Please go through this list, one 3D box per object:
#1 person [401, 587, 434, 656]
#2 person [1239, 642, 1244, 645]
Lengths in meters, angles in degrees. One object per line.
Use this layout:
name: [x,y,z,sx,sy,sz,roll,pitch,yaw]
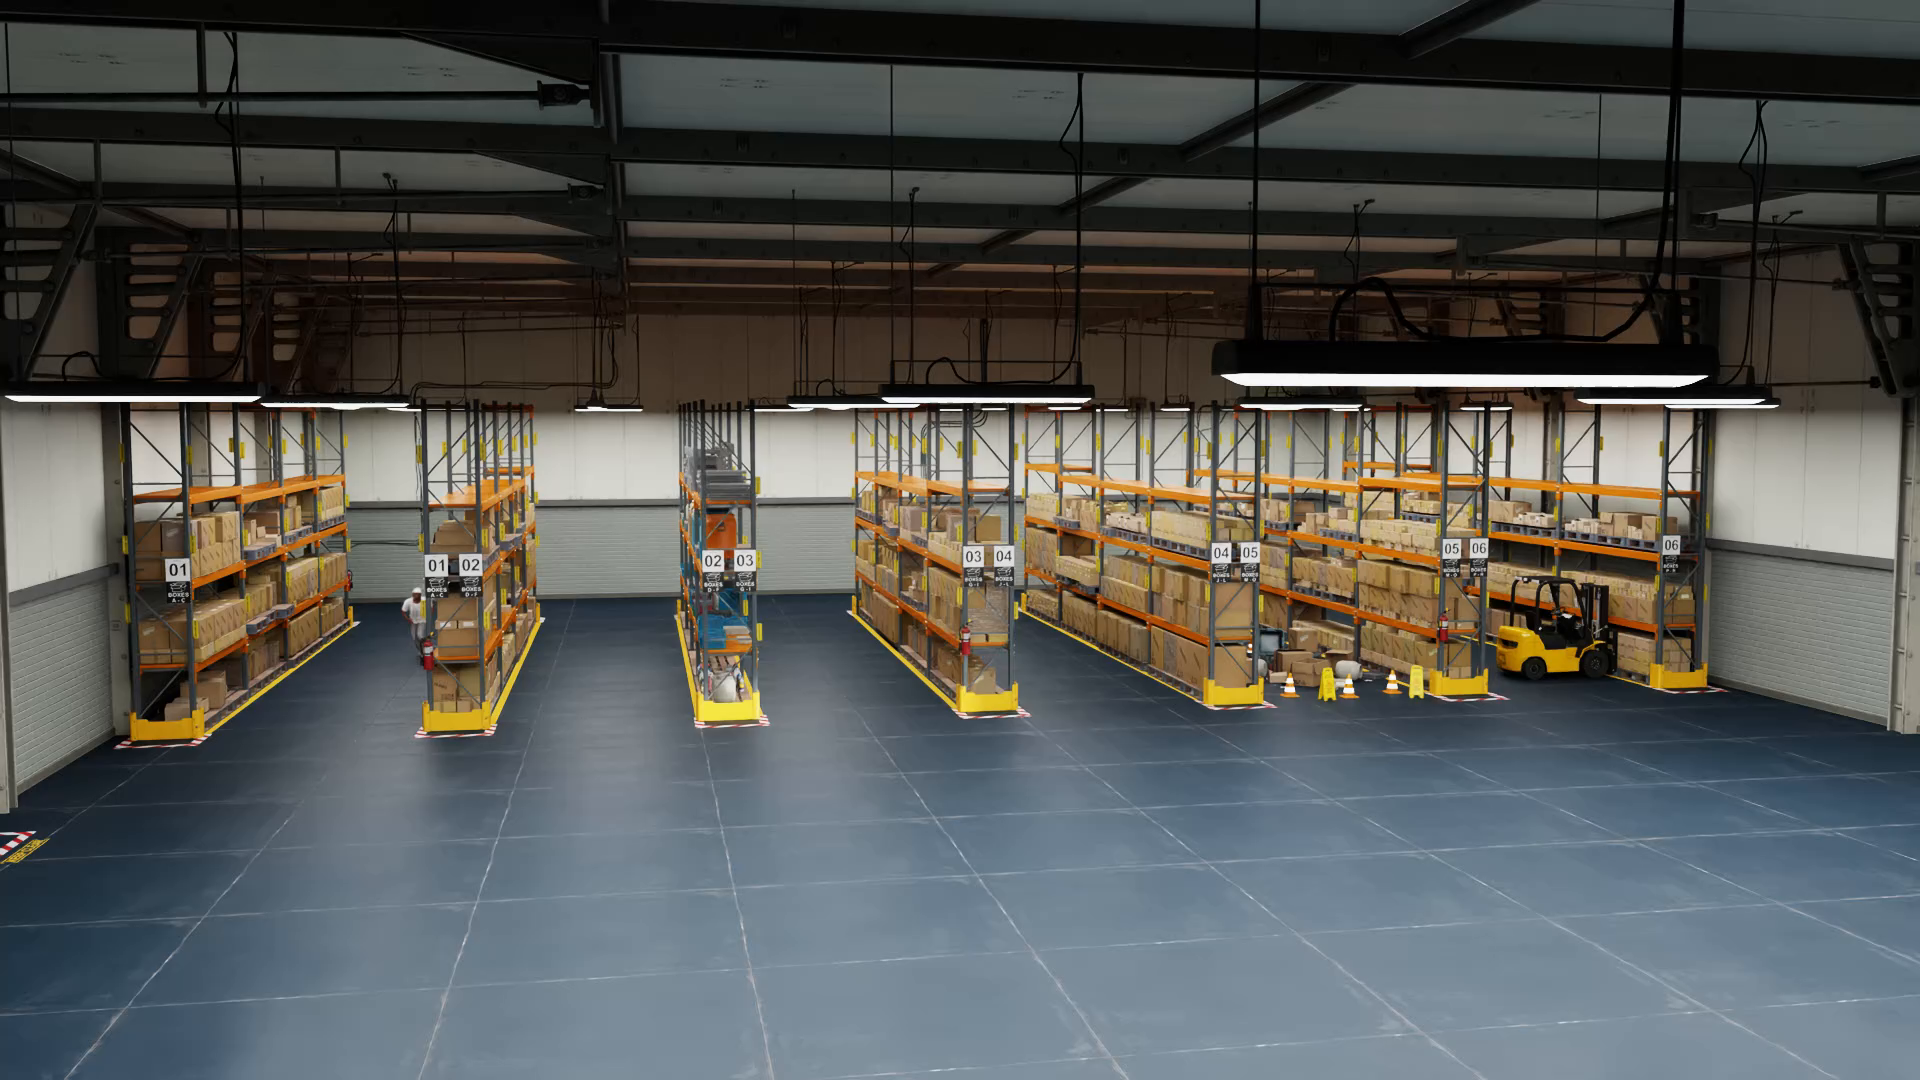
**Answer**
person: [-12.796,1.930,39.254,0.665,1.666,0.699,0,4,-2]
person: [6.759,1.890,40.384,0.443,1.623,0.362,-4,6,-40]
